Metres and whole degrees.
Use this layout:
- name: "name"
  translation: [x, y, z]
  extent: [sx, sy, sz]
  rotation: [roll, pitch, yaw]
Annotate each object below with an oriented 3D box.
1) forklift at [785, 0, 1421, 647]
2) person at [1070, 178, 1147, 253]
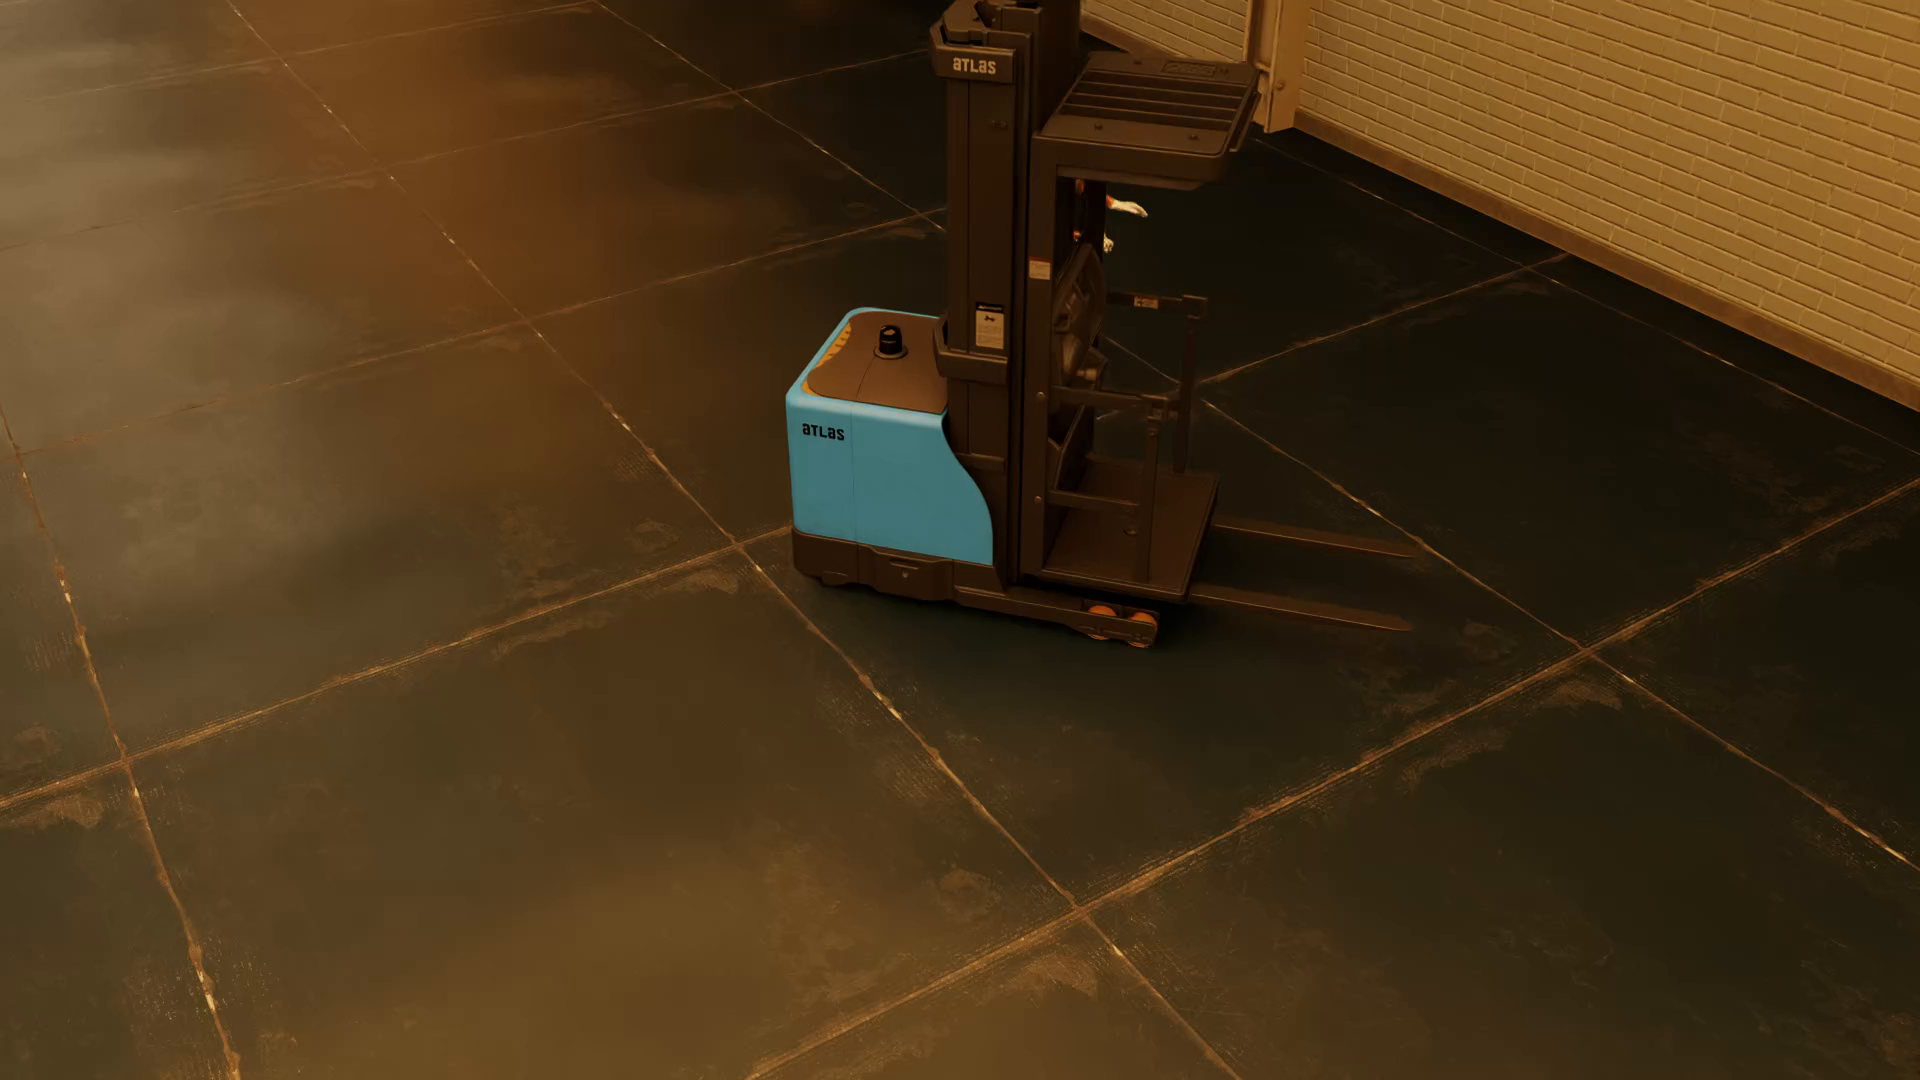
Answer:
- name: "forklift"
  translation: [0.735, -1.027, 7.610]
  extent: [3.031, 2.935, 1.130]
  rotation: [10, 36, 13]
- name: "person"
  translation: [0.683, -1.592, 9.667]
  extent: [1.147, 1.549, 0.911]
  rotation: [-17, 39, -23]
